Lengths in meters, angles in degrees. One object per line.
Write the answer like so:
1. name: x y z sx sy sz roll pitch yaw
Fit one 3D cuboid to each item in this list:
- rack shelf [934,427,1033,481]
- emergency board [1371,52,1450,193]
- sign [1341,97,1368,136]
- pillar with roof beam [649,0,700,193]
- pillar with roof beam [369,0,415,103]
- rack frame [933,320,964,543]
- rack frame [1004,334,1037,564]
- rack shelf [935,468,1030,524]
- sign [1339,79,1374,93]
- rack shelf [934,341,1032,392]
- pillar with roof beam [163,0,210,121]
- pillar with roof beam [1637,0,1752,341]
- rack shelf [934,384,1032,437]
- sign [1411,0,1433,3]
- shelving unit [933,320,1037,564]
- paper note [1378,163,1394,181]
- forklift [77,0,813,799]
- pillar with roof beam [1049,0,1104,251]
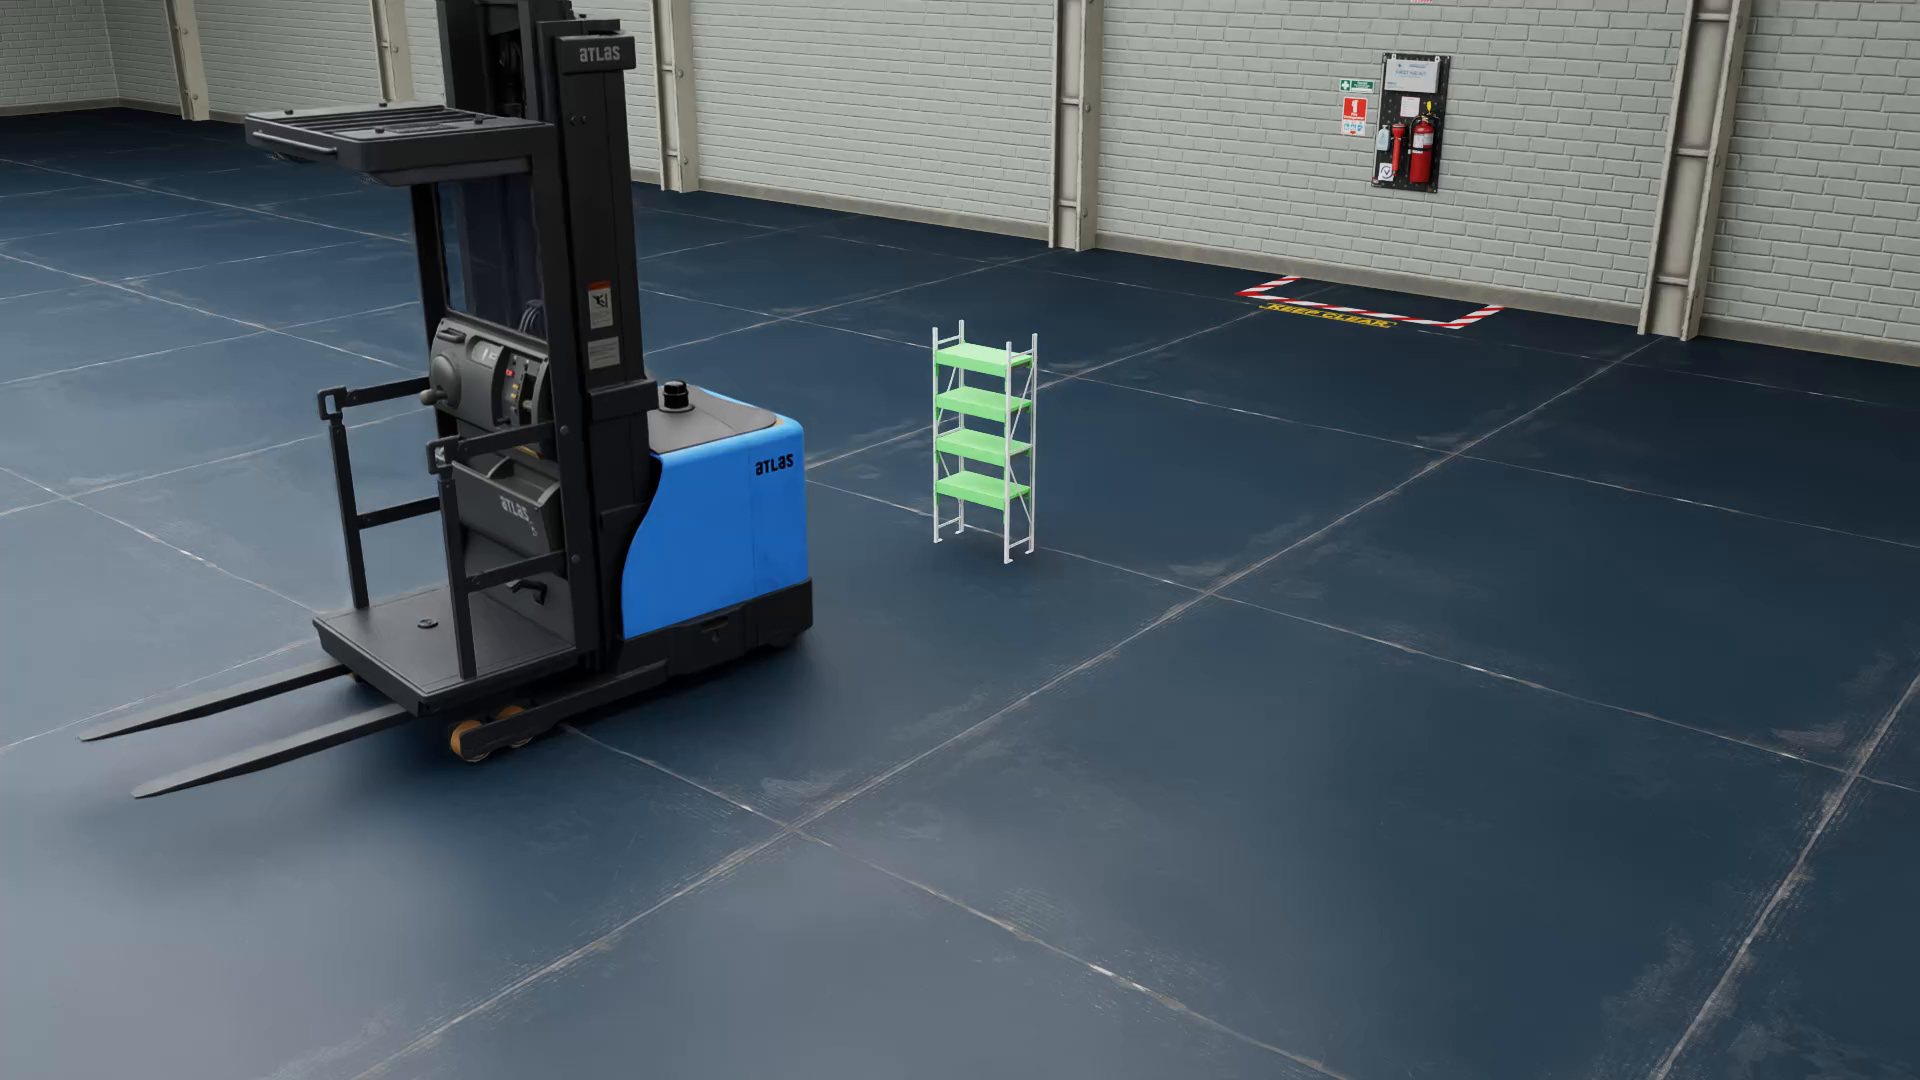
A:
1. rack shelf: 0.128 -0.465 8.881 0.480 0.148 0.258 16 26 36
2. emergency board: 3.922 -3.658 14.617 0.643 1.169 0.194 16 26 36
3. sign: 3.559 -3.826 15.012 0.234 0.329 0.001 16 26 36
4. pillar with roof beam: -6.206 -7.404 16.047 0.400 9.000 9.100 16 26 36
5. pillar with roof beam: -10.855 -8.742 19.597 0.400 9.000 9.100 16 26 36
6. rack frame: -0.061 -0.579 9.003 0.015 1.200 0.240 16 26 36
7. rack frame: 0.317 -0.470 8.714 0.015 1.200 0.240 16 26 36
8. rack shelf: 0.128 -0.240 8.966 0.480 0.148 0.258 16 26 36
9. sign: 3.557 -4.071 14.910 0.331 0.109 0.001 16 26 36
10. rack shelf: 0.128 -0.914 8.712 0.480 0.148 0.258 16 26 36
11. pillar with roof beam: -15.503 -10.081 23.147 0.400 9.000 9.100 16 26 36
12. pillar with roof beam: 3.090 -4.726 8.948 0.400 9.000 9.100 16 26 36
13. rack shelf: 0.128 -0.689 8.796 0.480 0.148 0.258 16 26 36
14. sign: 3.979 -4.772 14.285 0.199 0.298 0.001 16 26 36
15. shelving unit: 0.128 -0.524 8.859 0.503 1.200 0.258 16 26 36
16. paper note: 3.829 -3.304 14.927 0.142 0.148 0.016 16 26 36
17. forklift: -2.119 -0.674 6.803 3.031 2.935 1.130 -18 27 -40
18. pillar with roof beam: -1.558 -6.065 12.498 0.400 9.000 9.100 16 26 36
